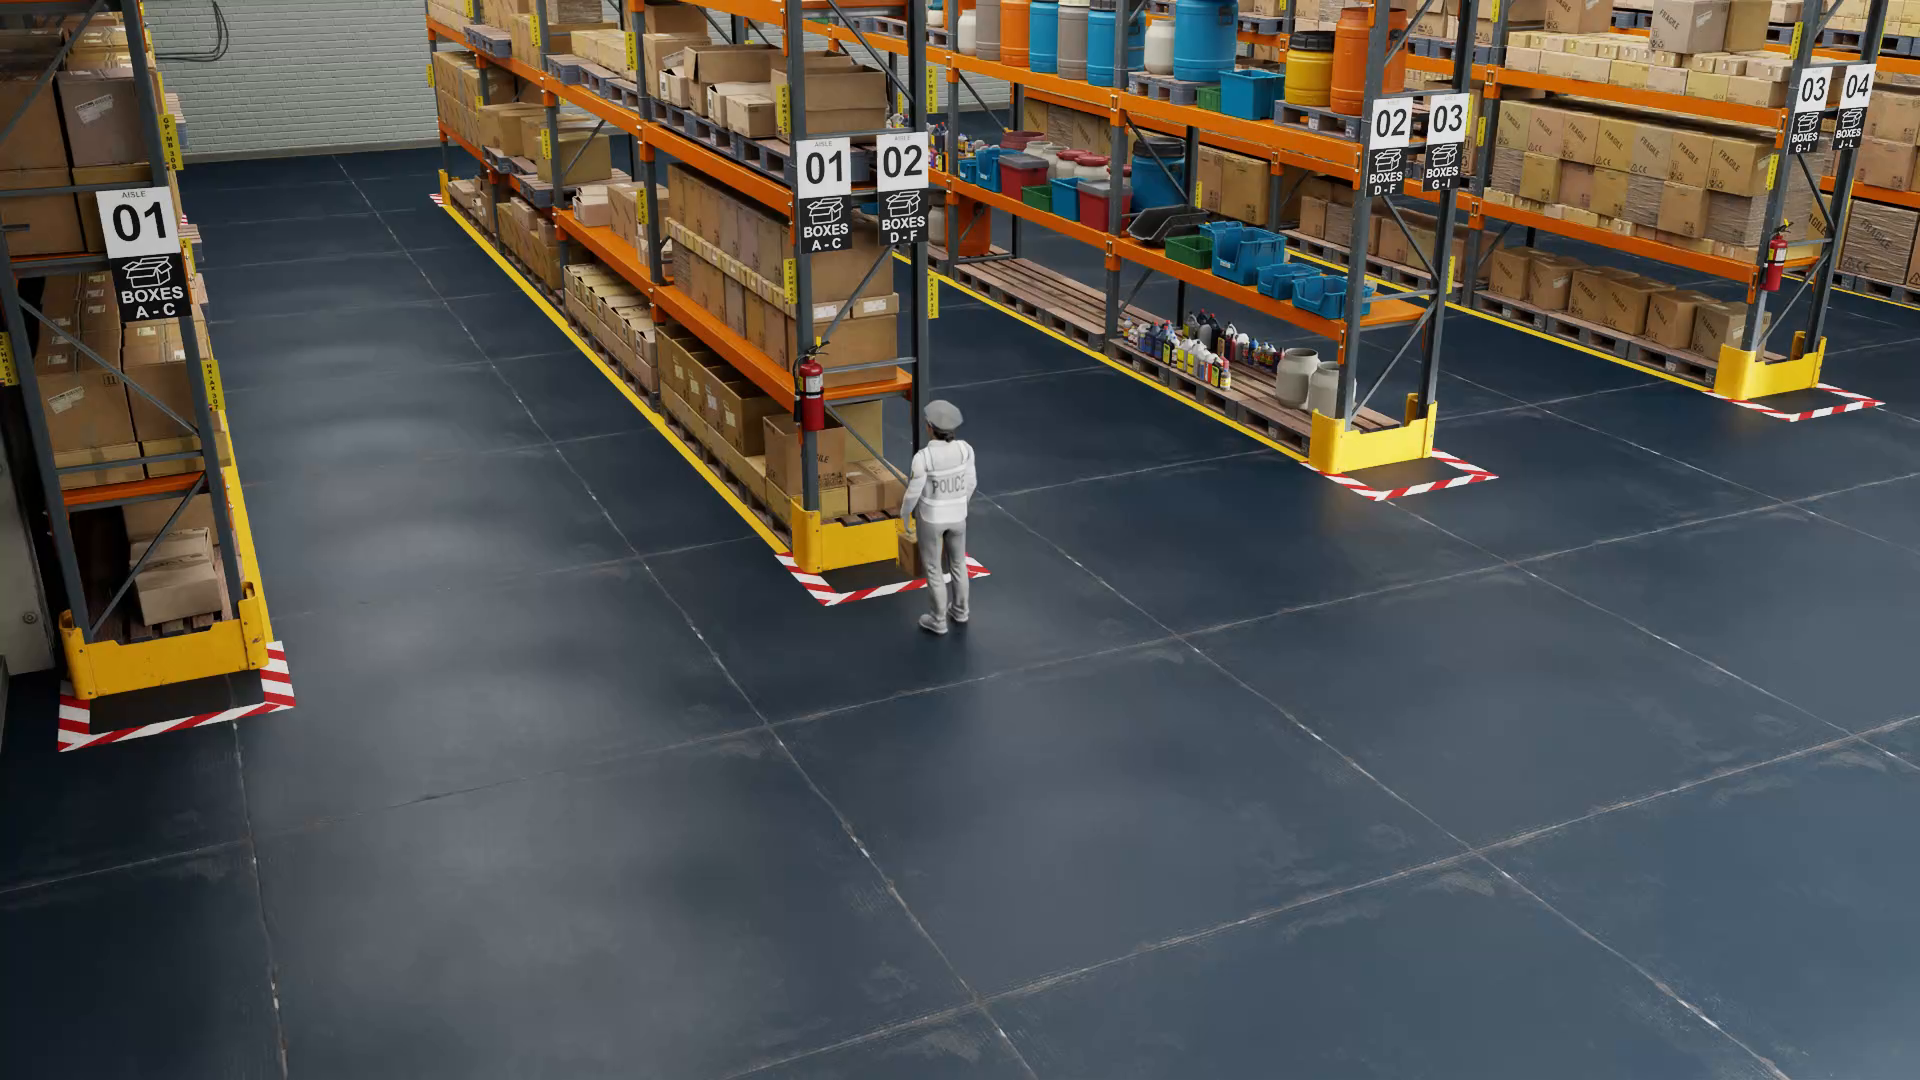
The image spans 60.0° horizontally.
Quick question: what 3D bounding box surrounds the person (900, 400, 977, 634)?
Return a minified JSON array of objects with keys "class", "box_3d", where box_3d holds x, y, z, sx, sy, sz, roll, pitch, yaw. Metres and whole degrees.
[{"class":"person","box_3d":[-0.148,-0.168,11.339,0.558,1.697,0.542,-10,24,-24]}]
